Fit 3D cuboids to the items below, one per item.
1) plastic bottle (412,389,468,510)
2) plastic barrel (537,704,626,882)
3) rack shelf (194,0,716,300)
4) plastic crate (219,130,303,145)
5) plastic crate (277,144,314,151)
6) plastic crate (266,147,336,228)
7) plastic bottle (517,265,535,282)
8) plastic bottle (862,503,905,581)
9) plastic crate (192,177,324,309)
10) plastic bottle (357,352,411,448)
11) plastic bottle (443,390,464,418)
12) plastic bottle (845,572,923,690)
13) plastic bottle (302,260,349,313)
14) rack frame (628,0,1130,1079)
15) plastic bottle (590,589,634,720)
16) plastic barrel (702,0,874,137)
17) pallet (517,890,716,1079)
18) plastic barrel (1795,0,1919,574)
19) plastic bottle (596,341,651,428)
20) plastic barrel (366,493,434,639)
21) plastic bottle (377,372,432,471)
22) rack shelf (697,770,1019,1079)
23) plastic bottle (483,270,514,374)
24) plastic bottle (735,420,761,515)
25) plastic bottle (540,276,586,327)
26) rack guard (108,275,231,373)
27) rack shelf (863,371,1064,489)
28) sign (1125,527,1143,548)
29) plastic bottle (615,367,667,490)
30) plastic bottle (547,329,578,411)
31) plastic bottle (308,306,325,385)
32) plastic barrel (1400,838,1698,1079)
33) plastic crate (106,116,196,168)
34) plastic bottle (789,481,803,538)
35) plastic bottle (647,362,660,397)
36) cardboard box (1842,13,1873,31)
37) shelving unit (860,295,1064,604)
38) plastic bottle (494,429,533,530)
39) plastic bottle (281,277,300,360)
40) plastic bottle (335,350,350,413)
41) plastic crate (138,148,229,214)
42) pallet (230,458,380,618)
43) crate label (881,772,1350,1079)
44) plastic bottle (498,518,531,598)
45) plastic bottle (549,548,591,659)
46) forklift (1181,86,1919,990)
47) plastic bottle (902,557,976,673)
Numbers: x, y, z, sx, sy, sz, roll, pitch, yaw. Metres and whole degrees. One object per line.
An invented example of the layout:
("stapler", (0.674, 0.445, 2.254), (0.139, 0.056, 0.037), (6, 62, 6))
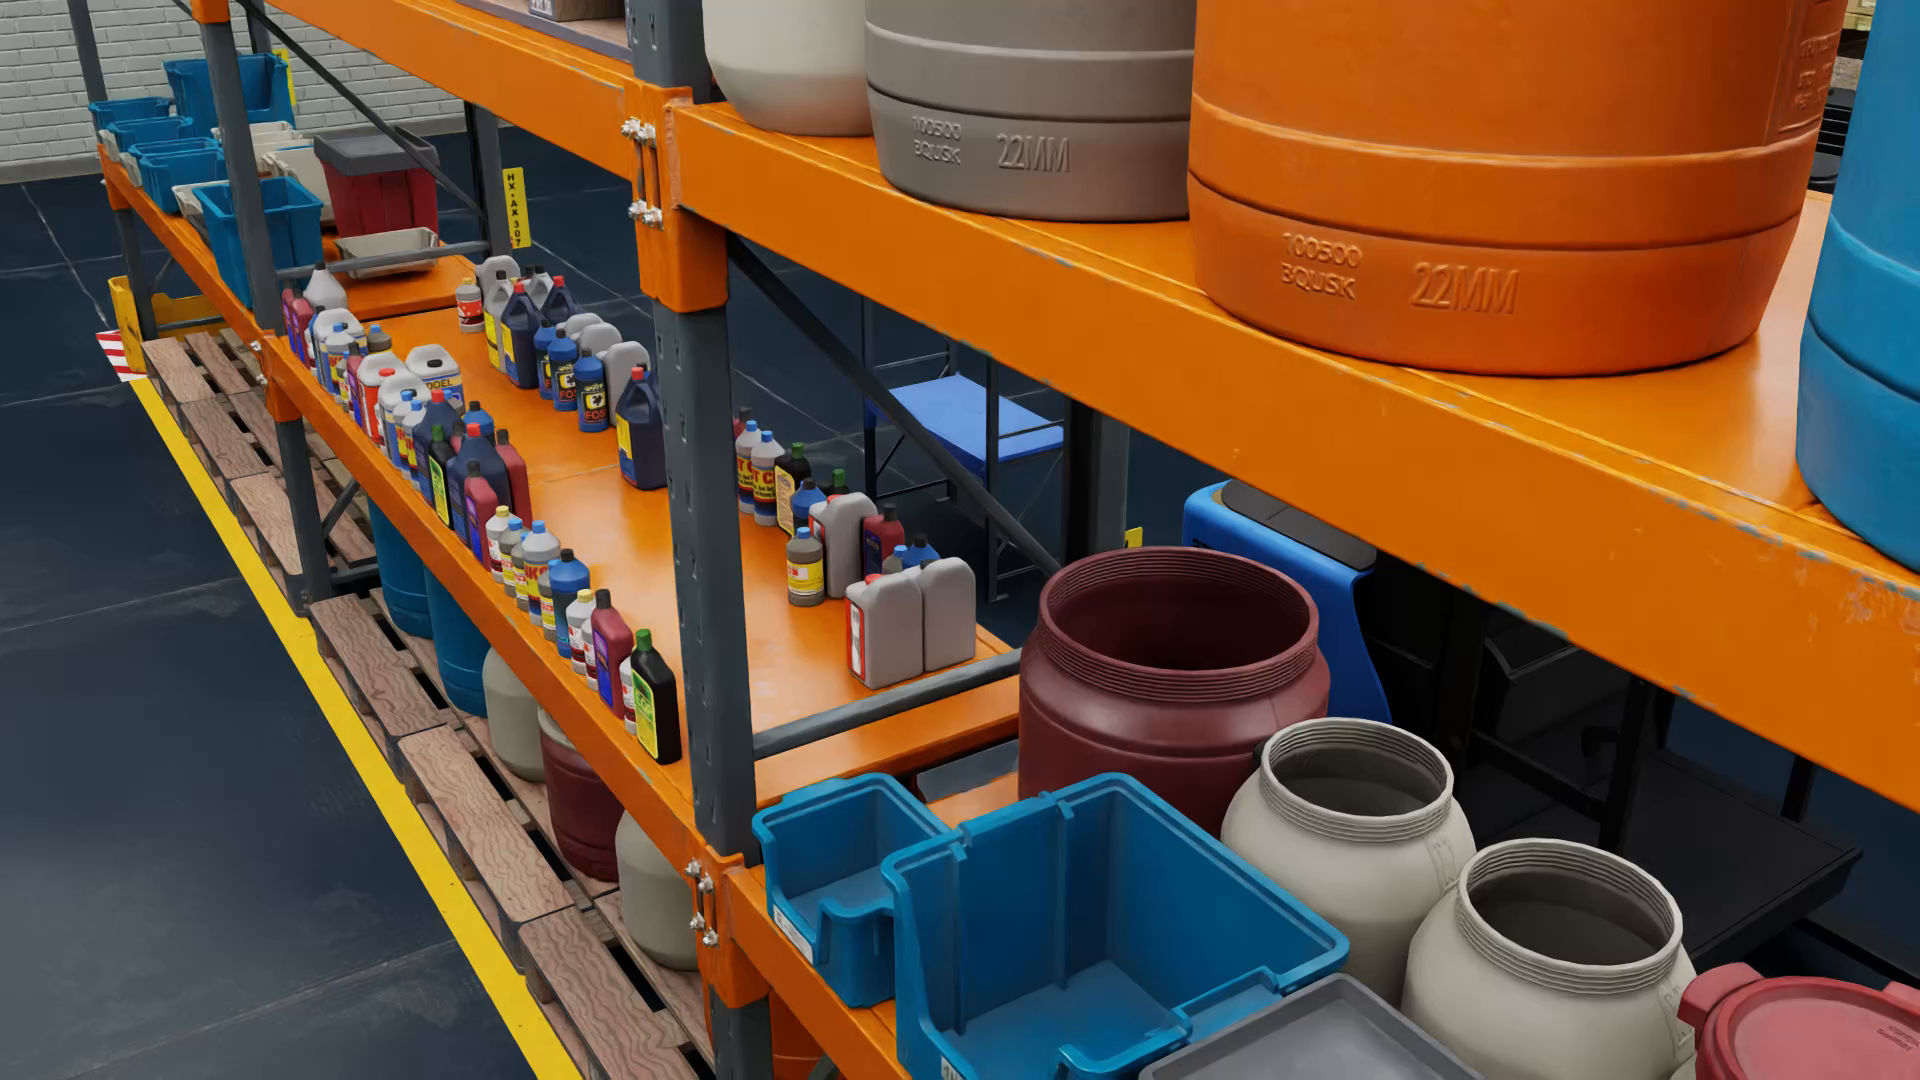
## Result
("plastic bottle", (-1.519, -0.278, 4.883), (0.144, 0.351, 0.185), (-16, 29, -30))
("plastic barrel", (-0.989, 0.660, 5.172), (0.600, 0.588, 0.708), (-16, 29, -30))
("rack shelf", (-1.183, -1.412, 4.557), (1.077, 0.370, 4.000), (-16, 29, -30))
("plastic crate", (-3.715, -2.079, 8.878), (0.396, 0.136, 0.243), (-16, 29, -30))
("plastic crate", (-3.122, -1.804, 8.183), (0.416, 0.233, 0.300), (-16, 29, -30))
("plastic crate", (-2.954, -1.659, 7.820), (0.437, 0.282, 0.530), (-16, 29, -30))
("plastic bottle", (-1.624, -0.906, 6.292), (0.061, 0.283, 0.133), (-16, 29, -30))
("plastic bottle", (-0.198, 0.029, 4.313), (0.061, 0.283, 0.133), (-16, 29, -30))
("plastic crate", (-2.815, -1.204, 6.735), (0.392, 0.384, 0.575), (-16, 29, -30))
("plastic bottle", (-1.836, -0.455, 5.345), (0.152, 0.276, 0.135), (-16, 29, -30))
("plastic bottle", (-1.615, -0.374, 5.261), (0.097, 0.201, 0.097), (0, 25, 0))
("plastic bottle", (-0.184, 0.196, 3.967), (0.152, 0.276, 0.135), (-16, 29, -30))
("plastic bottle", (-2.332, -0.858, 6.113), (0.144, 0.351, 0.185), (-16, 29, -30))
("rack frame", (-0.088, 0.333, 3.530), (0.949, 2.616, 0.053), (-16, 29, -30))
("plastic bottle", (-0.795, 0.259, 3.824), (0.061, 0.283, 0.133), (-16, 29, -30))
("plastic barrel", (-0.178, -0.890, 2.478), (0.421, 0.512, 0.421), (0, 25, 0))
("pallet", (-0.556, 1.323, 4.701), (1.003, 0.211, 1.213), (-16, 29, -30))
("plastic barrel", (0.919, -0.418, 1.020), (0.600, 0.901, 0.708), (-16, 29, -30))
("plastic bottle", (-1.114, -0.533, 5.510), (0.152, 0.276, 0.135), (-16, 29, -30))
("plastic barrel", (-1.992, -0.139, 6.497), (0.600, 0.901, 0.708), (-16, 29, -30))
("plastic bottle", (-1.709, -0.372, 5.170), (0.152, 0.276, 0.135), (-16, 29, -30))
("rack shelf", (1.001, 1.375, 2.167), (1.077, 0.370, 4.000), (-16, 29, -30))
("plastic bottle", (-1.619, -0.788, 5.964), (0.144, 0.351, 0.185), (-16, 29, -30))
("plastic bottle", (-0.601, -0.216, 4.845), (0.097, 0.271, 0.097), (0, 25, 0))
("plastic bottle", (-1.398, -0.756, 5.895), (0.144, 0.351, 0.185), (-16, 29, -30))
("rack guard", (-4.482, -1.403, 10.135), (1.175, 0.500, 0.348), (-16, 29, -30))
("rack shelf", (0.047, -0.485, 7.442), (0.538, 0.185, 1.000), (-16, 29, -30))
("sign", (0.366, 0.130, 3.771), (0.100, 0.325, 0.005), (-16, 29, -30))
("plastic bottle", (-0.951, -0.344, 5.023), (0.144, 0.351, 0.185), (-16, 29, -30))
("plastic bottle", (-1.335, -0.578, 5.611), (0.097, 0.271, 0.097), (0, 25, 0))
("plastic bottle", (-2.228, -0.688, 5.845), (0.097, 0.271, 0.097), (0, 25, 0))
("plastic barrel", (0.880, 0.752, 2.512), (0.421, 0.512, 0.421), (0, 25, 0))
("plastic crate", (-4.240, -2.078, 8.765), (0.416, 0.233, 0.300), (-16, 29, -30))
("plastic bottle", (-0.422, -0.067, 4.611), (0.097, 0.201, 0.097), (0, 25, 0))
("plastic bottle", (-0.897, -0.428, 5.200), (0.144, 0.351, 0.185), (-16, 29, -30))
("cardboard box", (5.916, -3.333, 10.751), (0.380, 0.149, 0.250), (-15, 29, -29))
("shelving unit", (0.047, -0.648, 7.365), (0.538, 1.500, 1.048), (-16, 29, -30))
("plastic bottle", (-1.273, -0.167, 4.727), (0.061, 0.283, 0.133), (-16, 29, -30))
("plastic bottle", (-2.432, -0.813, 6.096), (0.061, 0.283, 0.133), (-16, 29, -30))
("plastic bottle", (-2.048, -0.539, 5.611), (0.097, 0.201, 0.097), (0, 25, 0))
("plastic crate", (-3.717, -1.735, 8.038), (0.416, 0.233, 0.300), (-16, 29, -30))
("pallet", (-2.708, -0.090, 7.693), (1.003, 0.211, 1.213), (-16, 29, -30))
("crate label", (0.225, 0.736, 2.635), (0.502, 0.435, 0.616), (-16, 29, -30))
("plastic bottle", (-1.162, 0.042, 4.381), (0.097, 0.201, 0.097), (0, 25, 0))
("plastic bottle", (-0.949, 0.149, 4.071), (0.097, 0.271, 0.097), (0, 25, 0))
("forklift", (1.995, -0.118, 4.566), (1.130, 2.935, 3.031), (-17, 30, -31))
("plastic bottle", (-0.056, 0.160, 4.043), (0.152, 0.276, 0.135), (-16, 29, -30))
